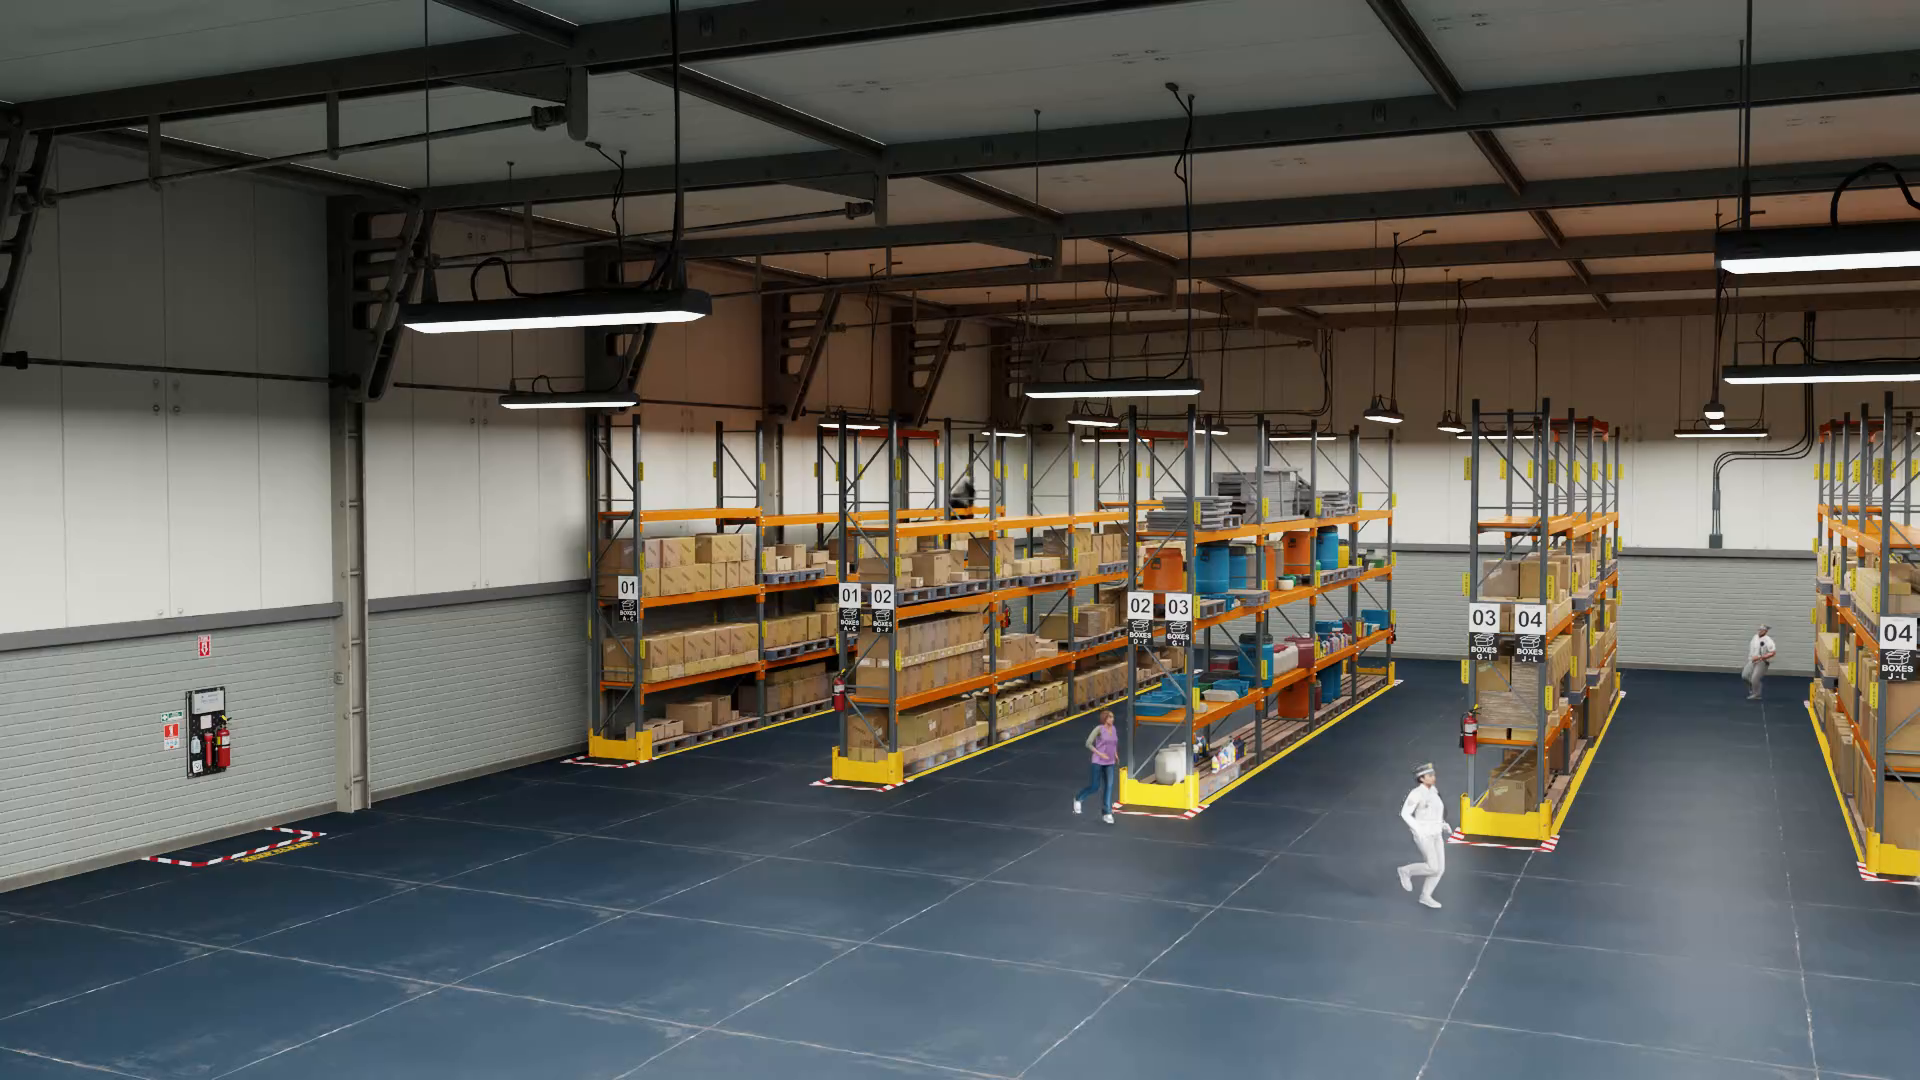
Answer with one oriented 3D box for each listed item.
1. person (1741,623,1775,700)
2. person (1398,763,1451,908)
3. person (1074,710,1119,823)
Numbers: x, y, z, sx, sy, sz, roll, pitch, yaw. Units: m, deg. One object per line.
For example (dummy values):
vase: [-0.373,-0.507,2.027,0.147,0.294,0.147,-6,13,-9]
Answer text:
person: [17.466,2.661,36.334,0.532,1.702,0.715,-1,3,-23]
person: [5.370,3.392,19.213,0.615,1.652,0.555,-2,3,-39]
person: [2.078,3.223,23.916,0.602,1.560,0.868,-1,3,-31]
